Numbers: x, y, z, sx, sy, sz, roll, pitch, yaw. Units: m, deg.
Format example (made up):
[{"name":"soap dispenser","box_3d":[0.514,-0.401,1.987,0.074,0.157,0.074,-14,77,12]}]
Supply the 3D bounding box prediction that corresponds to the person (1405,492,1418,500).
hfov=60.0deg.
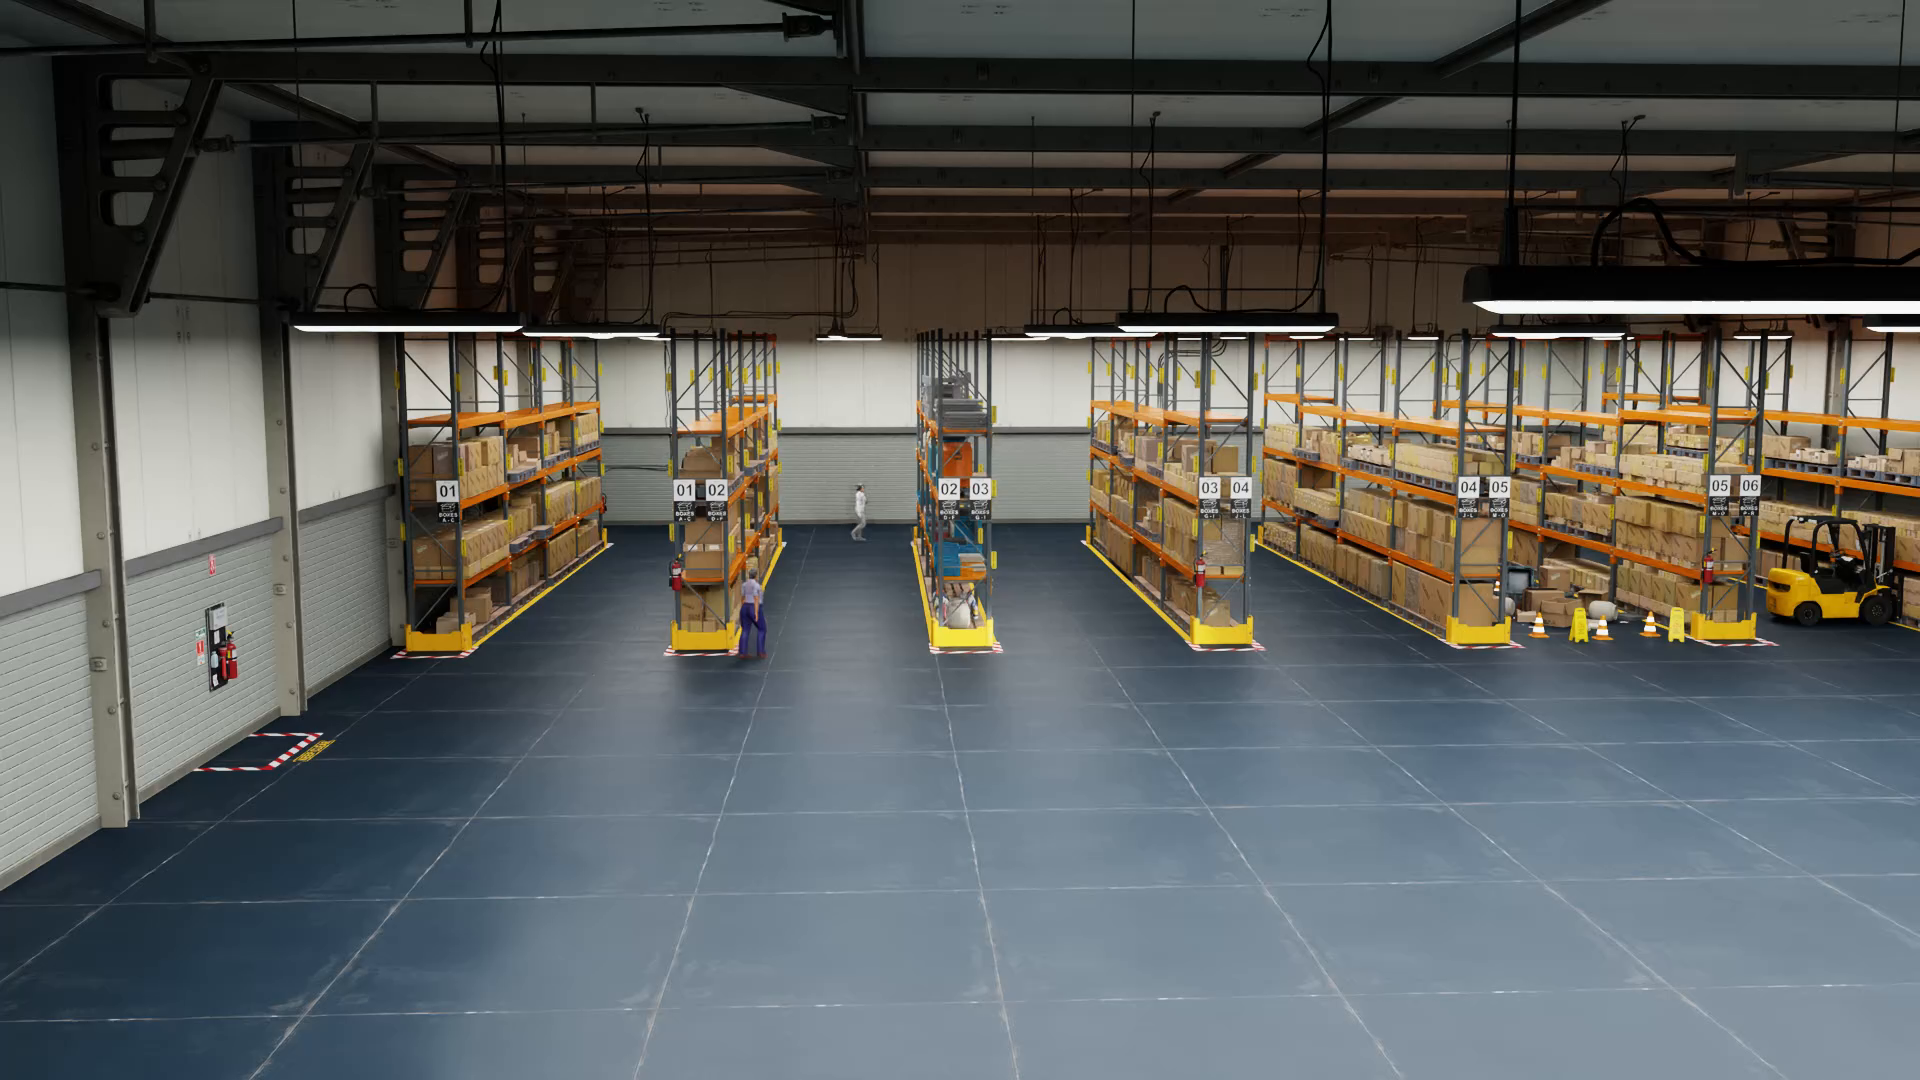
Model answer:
[{"name":"person","box_3d":[12.437,-0.541,45.673,0.460,1.753,0.585,6,9,43]}]

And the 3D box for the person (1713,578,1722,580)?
[{"name":"person","box_3d":[16.359,0.656,36.101,0.537,1.660,0.522,-1,7,-5]}]

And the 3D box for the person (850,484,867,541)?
[{"name":"person","box_3d":[-2.941,-0.810,48.249,0.508,1.670,0.505,-1,7,-6]}]

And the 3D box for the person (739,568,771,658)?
[{"name":"person","box_3d":[-3.820,1.372,30.350,0.506,1.670,0.604,4,8,32]}]
